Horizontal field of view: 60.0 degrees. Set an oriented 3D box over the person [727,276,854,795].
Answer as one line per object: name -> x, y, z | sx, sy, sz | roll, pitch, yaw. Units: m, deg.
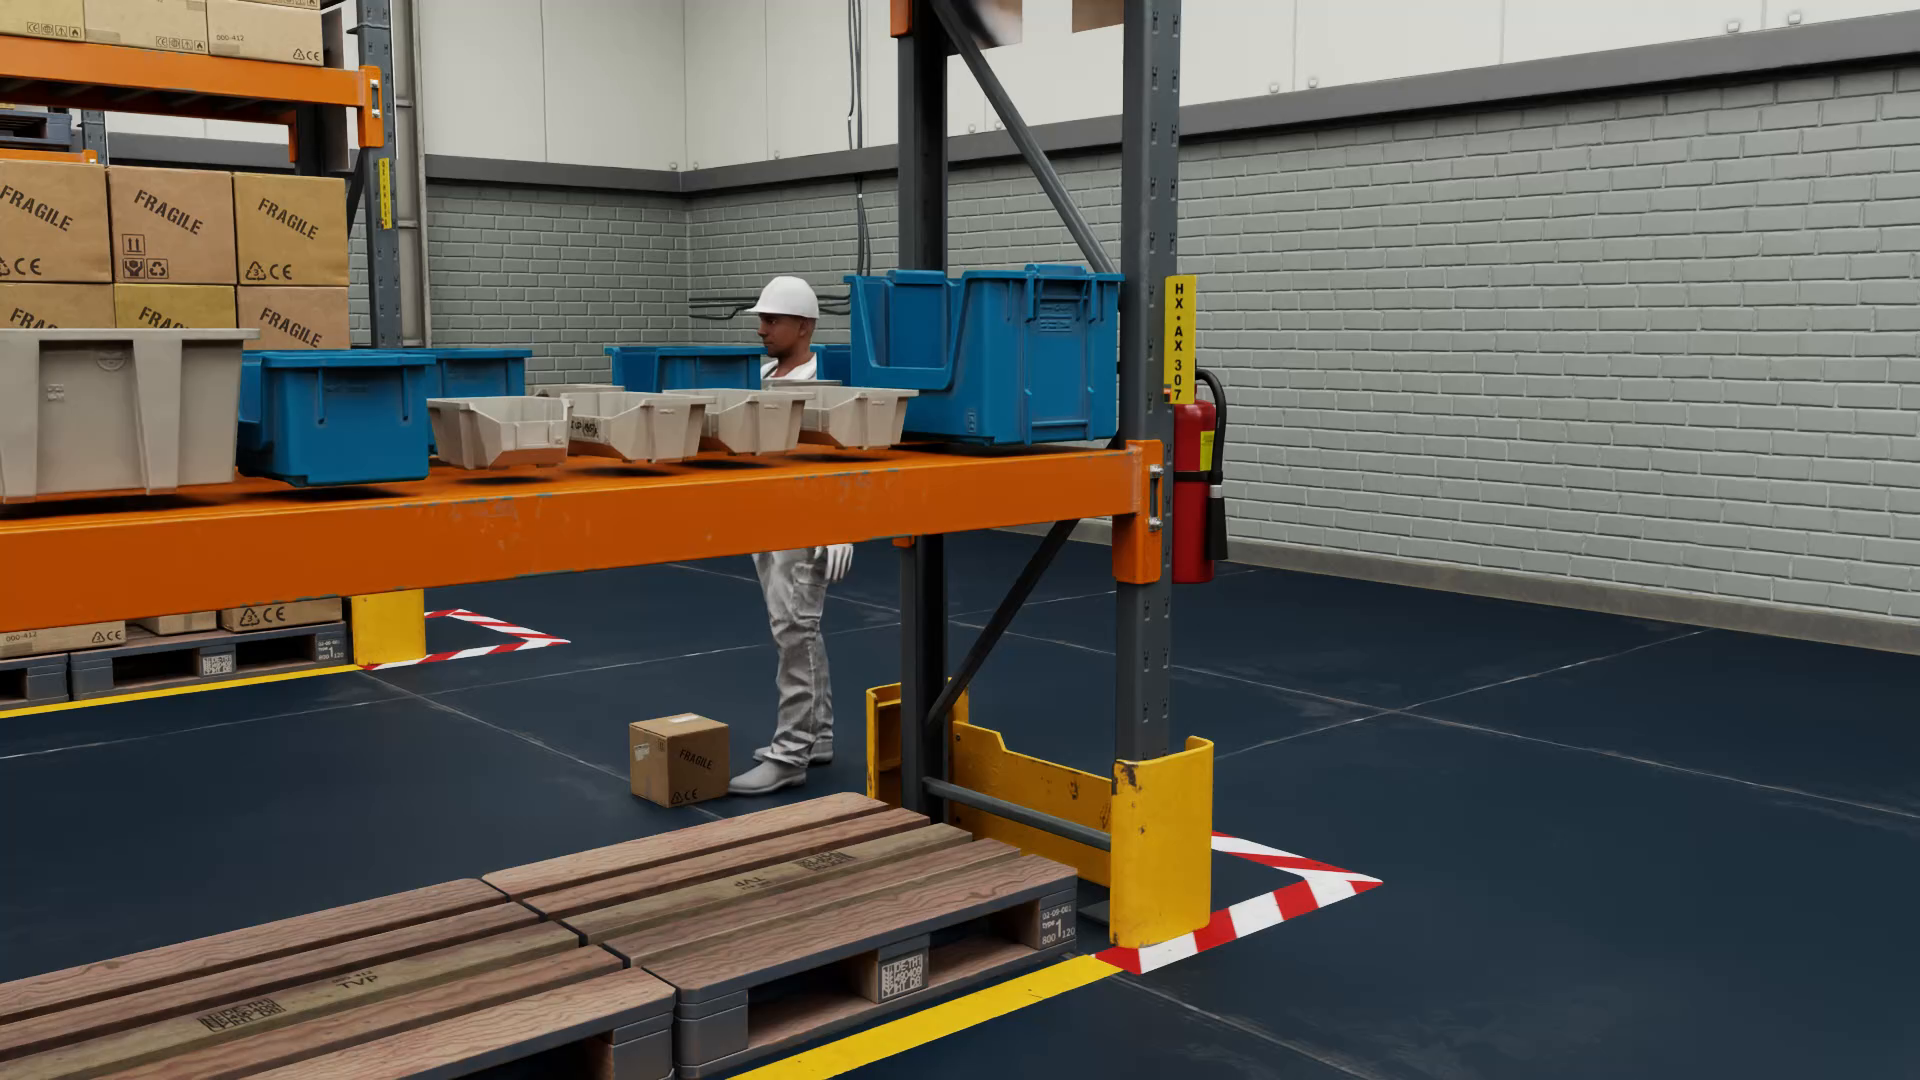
person -> -0.677, -0.040, 5.950 | 0.547, 1.787, 0.598 | -5, 9, -33
